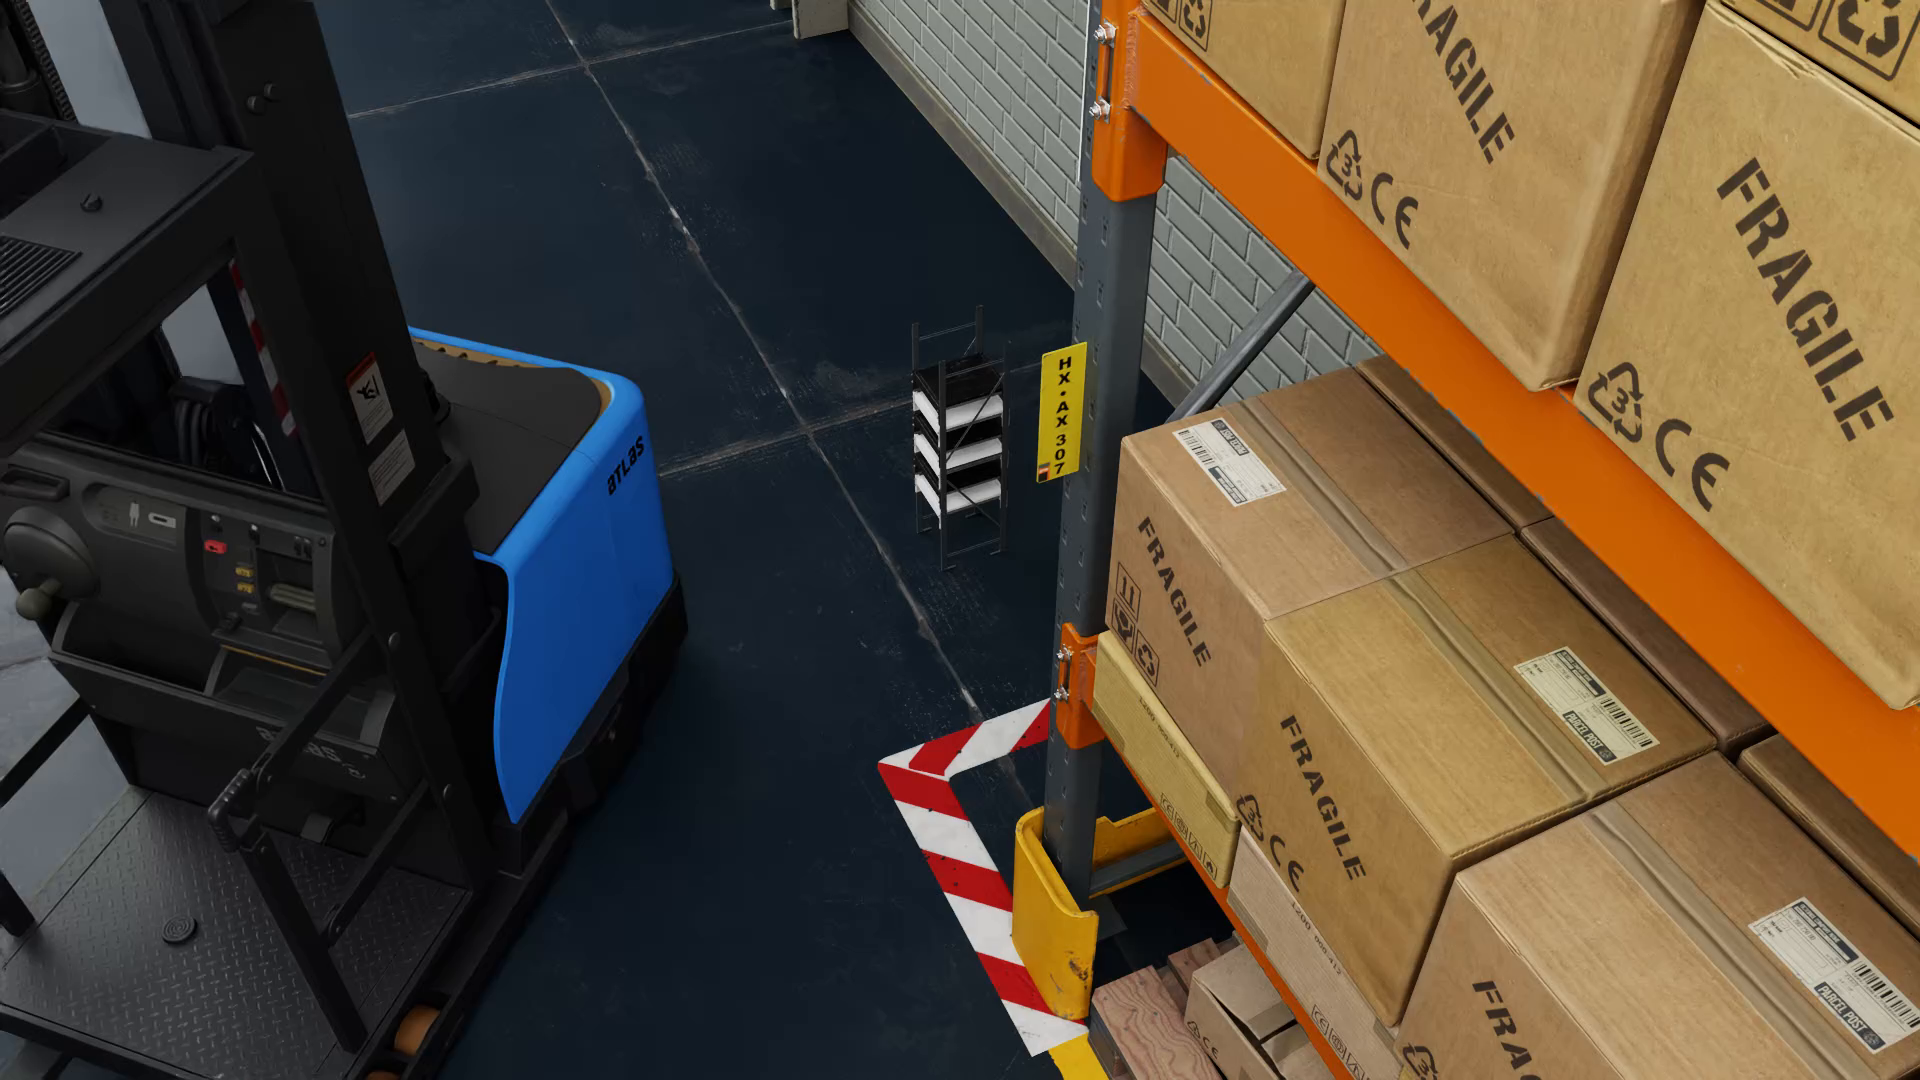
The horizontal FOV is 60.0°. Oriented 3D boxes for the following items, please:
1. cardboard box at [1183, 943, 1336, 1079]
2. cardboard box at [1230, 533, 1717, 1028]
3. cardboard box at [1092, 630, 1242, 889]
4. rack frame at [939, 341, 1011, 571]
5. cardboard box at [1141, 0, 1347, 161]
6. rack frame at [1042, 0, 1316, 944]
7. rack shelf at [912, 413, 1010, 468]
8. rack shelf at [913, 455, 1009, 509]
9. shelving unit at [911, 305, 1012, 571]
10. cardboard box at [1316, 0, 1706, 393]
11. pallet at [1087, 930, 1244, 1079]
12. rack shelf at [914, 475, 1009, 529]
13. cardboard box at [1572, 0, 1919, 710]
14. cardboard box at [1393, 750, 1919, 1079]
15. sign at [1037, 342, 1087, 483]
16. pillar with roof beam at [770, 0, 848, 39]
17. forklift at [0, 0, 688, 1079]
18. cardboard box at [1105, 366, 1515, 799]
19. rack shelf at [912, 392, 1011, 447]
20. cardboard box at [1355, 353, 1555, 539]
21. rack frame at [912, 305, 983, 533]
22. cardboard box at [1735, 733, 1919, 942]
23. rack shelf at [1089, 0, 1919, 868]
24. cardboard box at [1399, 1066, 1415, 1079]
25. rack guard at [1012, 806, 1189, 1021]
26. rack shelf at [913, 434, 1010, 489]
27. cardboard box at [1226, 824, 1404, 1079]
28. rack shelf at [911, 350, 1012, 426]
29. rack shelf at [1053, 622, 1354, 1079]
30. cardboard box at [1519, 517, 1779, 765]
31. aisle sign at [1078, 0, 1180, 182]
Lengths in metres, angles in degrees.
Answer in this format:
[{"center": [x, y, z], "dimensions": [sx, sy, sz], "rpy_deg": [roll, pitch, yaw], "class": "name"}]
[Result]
[{"center": [0.902, 1.170, 4.029], "dimensions": [0.500, 0.311, 0.500], "rpy_deg": [-23, 49, -22], "class": "cardboard box"}, {"center": [0.820, 0.393, 2.775], "dimensions": [0.500, 0.500, 0.500], "rpy_deg": [-18, 47, -17], "class": "cardboard box"}, {"center": [0.610, 0.353, 3.349], "dimensions": [0.500, 0.250, 0.500], "rpy_deg": [-19, 48, -19], "class": "cardboard box"}, {"center": [0.046, -0.250, 5.363], "dimensions": [0.240, 0.900, 0.006], "rpy_deg": [-18, 47, -17], "class": "rack frame"}, {"center": [0.607, -0.921, 2.327], "dimensions": [0.500, 0.500, 0.500], "rpy_deg": [-17, 47, -16], "class": "cardboard box"}, {"center": [0.693, -0.098, 3.713], "dimensions": [1.000, 3.000, 0.127], "rpy_deg": [-18, 47, -17], "class": "rack frame"}, {"center": [0.003, -0.355, 5.389], "dimensions": [0.258, 0.077, 0.200], "rpy_deg": [-18, 47, -17], "class": "rack shelf"}, {"center": [0.003, -0.227, 5.515], "dimensions": [0.258, 0.077, 0.200], "rpy_deg": [-18, 47, -17], "class": "rack shelf"}, {"center": [0.003, -0.315, 5.429], "dimensions": [0.258, 0.900, 0.210], "rpy_deg": [-18, 47, -17], "class": "shelving unit"}, {"center": [0.800, -0.568, 1.969], "dimensions": [0.500, 0.500, 0.500], "rpy_deg": [-15, 47, -15], "class": "cardboard box"}, {"center": [1.034, 1.472, 4.108], "dimensions": [1.003, 0.211, 1.213], "rpy_deg": [-18, 47, -17], "class": "pallet"}, {"center": [0.003, -0.163, 5.579], "dimensions": [0.258, 0.077, 0.200], "rpy_deg": [-18, 47, -17], "class": "rack shelf"}, {"center": [1.022, -0.239, 1.635], "dimensions": [0.500, 0.500, 0.500], "rpy_deg": [-16, 47, -16], "class": "cardboard box"}, {"center": [1.031, 0.724, 2.440], "dimensions": [0.500, 0.500, 0.500], "rpy_deg": [-20, 48, -19], "class": "cardboard box"}, {"center": [0.201, -0.245, 3.247], "dimensions": [0.100, 0.325, 0.005], "rpy_deg": [-18, 47, -17], "class": "sign"}, {"center": [-4.657, -4.595, 4.000], "dimensions": [9.100, 9.000, 0.400], "rpy_deg": [-18, 47, -17], "class": "pillar with roof beam"}, {"center": [-1.837, 0.136, 3.525], "dimensions": [1.130, 2.935, 3.031], "rpy_deg": [14, 46, 13], "class": "forklift"}, {"center": [0.621, 0.075, 3.097], "dimensions": [0.500, 0.500, 0.500], "rpy_deg": [-18, 47, -17], "class": "cardboard box"}, {"center": [0.003, -0.420, 5.326], "dimensions": [0.258, 0.077, 0.200], "rpy_deg": [-18, 47, -17], "class": "rack shelf"}, {"center": [1.084, -0.081, 3.255], "dimensions": [0.500, 0.500, 0.500], "rpy_deg": [-19, 48, -18], "class": "cardboard box"}, {"center": [-0.039, -0.380, 5.494], "dimensions": [0.240, 0.900, 0.006], "rpy_deg": [-18, 47, -17], "class": "rack frame"}, {"center": [1.508, 0.571, 2.594], "dimensions": [0.500, 0.500, 0.500], "rpy_deg": [-19, 48, -18], "class": "cardboard box"}, {"center": [1.534, 0.365, 1.621], "dimensions": [1.077, 0.370, 4.000], "rpy_deg": [-18, 47, -17], "class": "rack shelf"}, {"center": [1.050, 1.006, 2.687], "dimensions": [0.500, 0.250, 0.500], "rpy_deg": [-19, 48, -18], "class": "cardboard box"}, {"center": [0.725, 0.841, 4.542], "dimensions": [1.175, 0.500, 0.348], "rpy_deg": [-18, 47, -17], "class": "rack guard"}, {"center": [0.003, -0.291, 5.452], "dimensions": [0.258, 0.077, 0.200], "rpy_deg": [-18, 47, -17], "class": "rack shelf"}, {"center": [0.841, 0.680, 3.018], "dimensions": [0.500, 0.250, 0.500], "rpy_deg": [-19, 48, -19], "class": "cardboard box"}, {"center": [0.003, -0.484, 5.262], "dimensions": [0.258, 0.077, 0.200], "rpy_deg": [-18, 47, -17], "class": "rack shelf"}, {"center": [1.534, 1.433, 2.674], "dimensions": [1.077, 0.370, 4.000], "rpy_deg": [-18, 47, -17], "class": "rack shelf"}, {"center": [1.287, 0.243, 2.927], "dimensions": [0.500, 0.500, 0.500], "rpy_deg": [-17, 47, -17], "class": "cardboard box"}, {"center": [0.390, -0.980, 2.757], "dimensions": [0.394, 0.787, 0.004], "rpy_deg": [-18, 47, -17], "class": "aisle sign"}]
